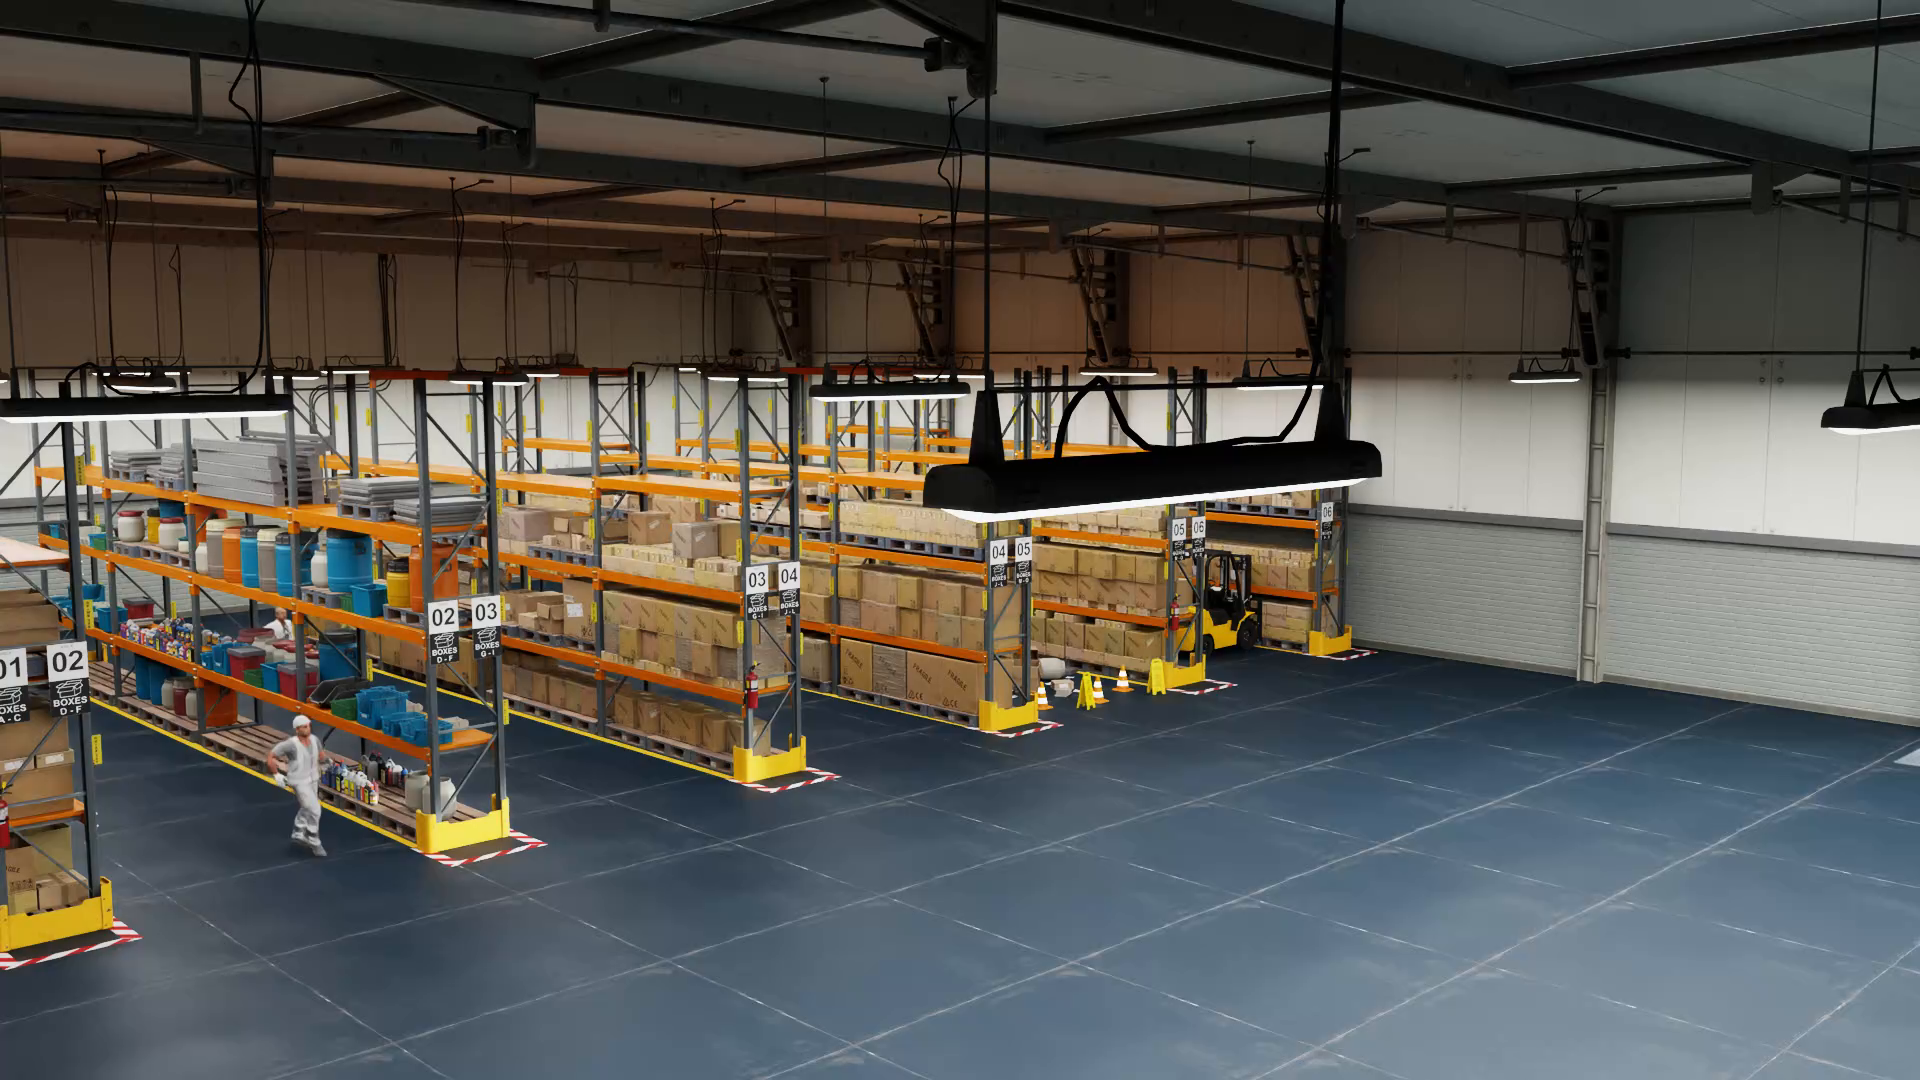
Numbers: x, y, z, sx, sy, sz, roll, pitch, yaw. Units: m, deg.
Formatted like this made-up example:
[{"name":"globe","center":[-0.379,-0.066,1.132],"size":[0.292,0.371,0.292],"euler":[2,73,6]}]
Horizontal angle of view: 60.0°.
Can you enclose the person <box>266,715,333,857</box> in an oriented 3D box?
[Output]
[{"name":"person","center":[-8.281,3.100,20.932],"size":[0.717,1.834,0.768],"euler":[3,7,23]}]

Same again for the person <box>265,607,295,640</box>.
[{"name":"person","center":[-12.350,2.070,30.244],"size":[0.678,1.724,0.685],"euler":[4,8,32]}]

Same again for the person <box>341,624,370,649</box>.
[{"name":"person","center":[-11.471,2.028,31.240],"size":[0.763,1.576,0.551],"euler":[3,7,25]}]
